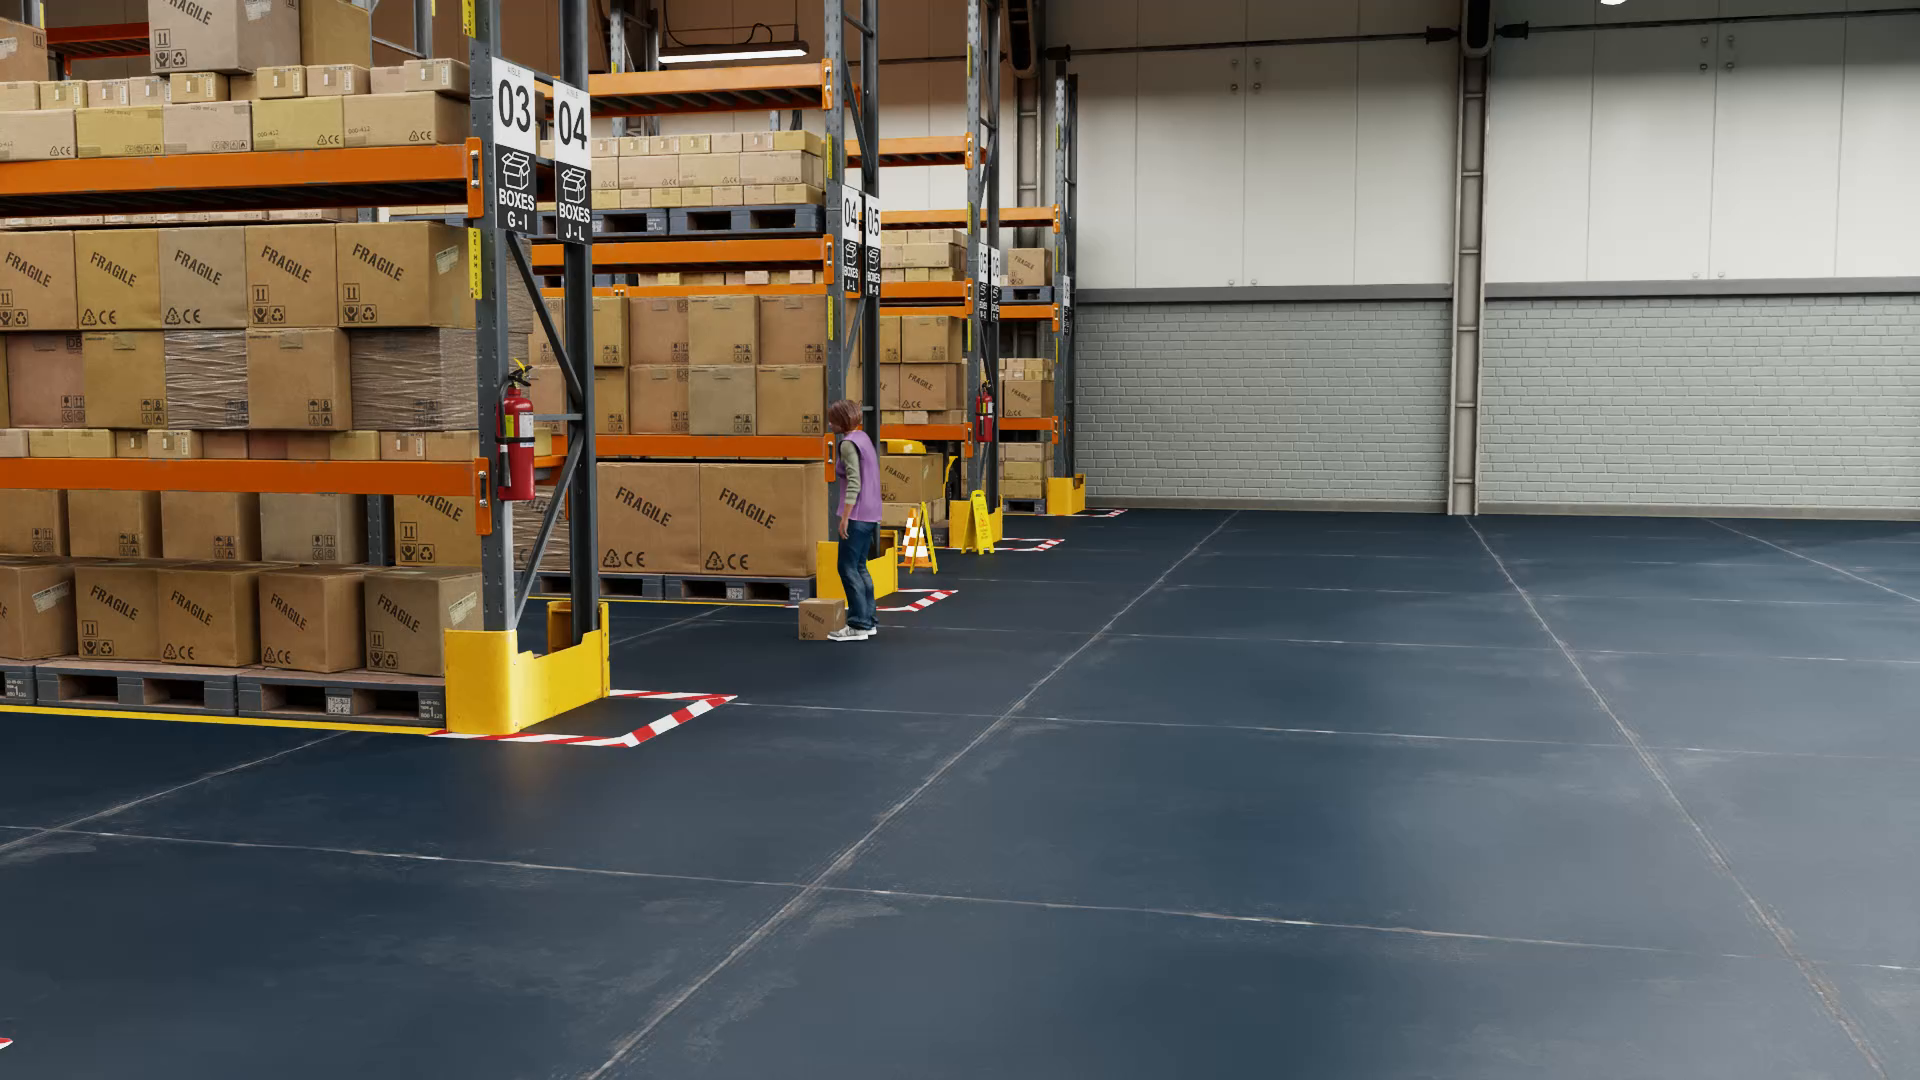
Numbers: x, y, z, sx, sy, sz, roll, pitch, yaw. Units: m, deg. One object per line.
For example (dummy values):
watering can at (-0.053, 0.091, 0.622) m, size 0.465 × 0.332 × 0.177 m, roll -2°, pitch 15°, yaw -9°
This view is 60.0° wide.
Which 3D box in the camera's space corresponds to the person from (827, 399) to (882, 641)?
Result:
person at (-0.693, -0.134, 11.019) m, size 0.344 × 1.593 × 0.485 m, roll 1°, pitch 5°, yaw 10°
